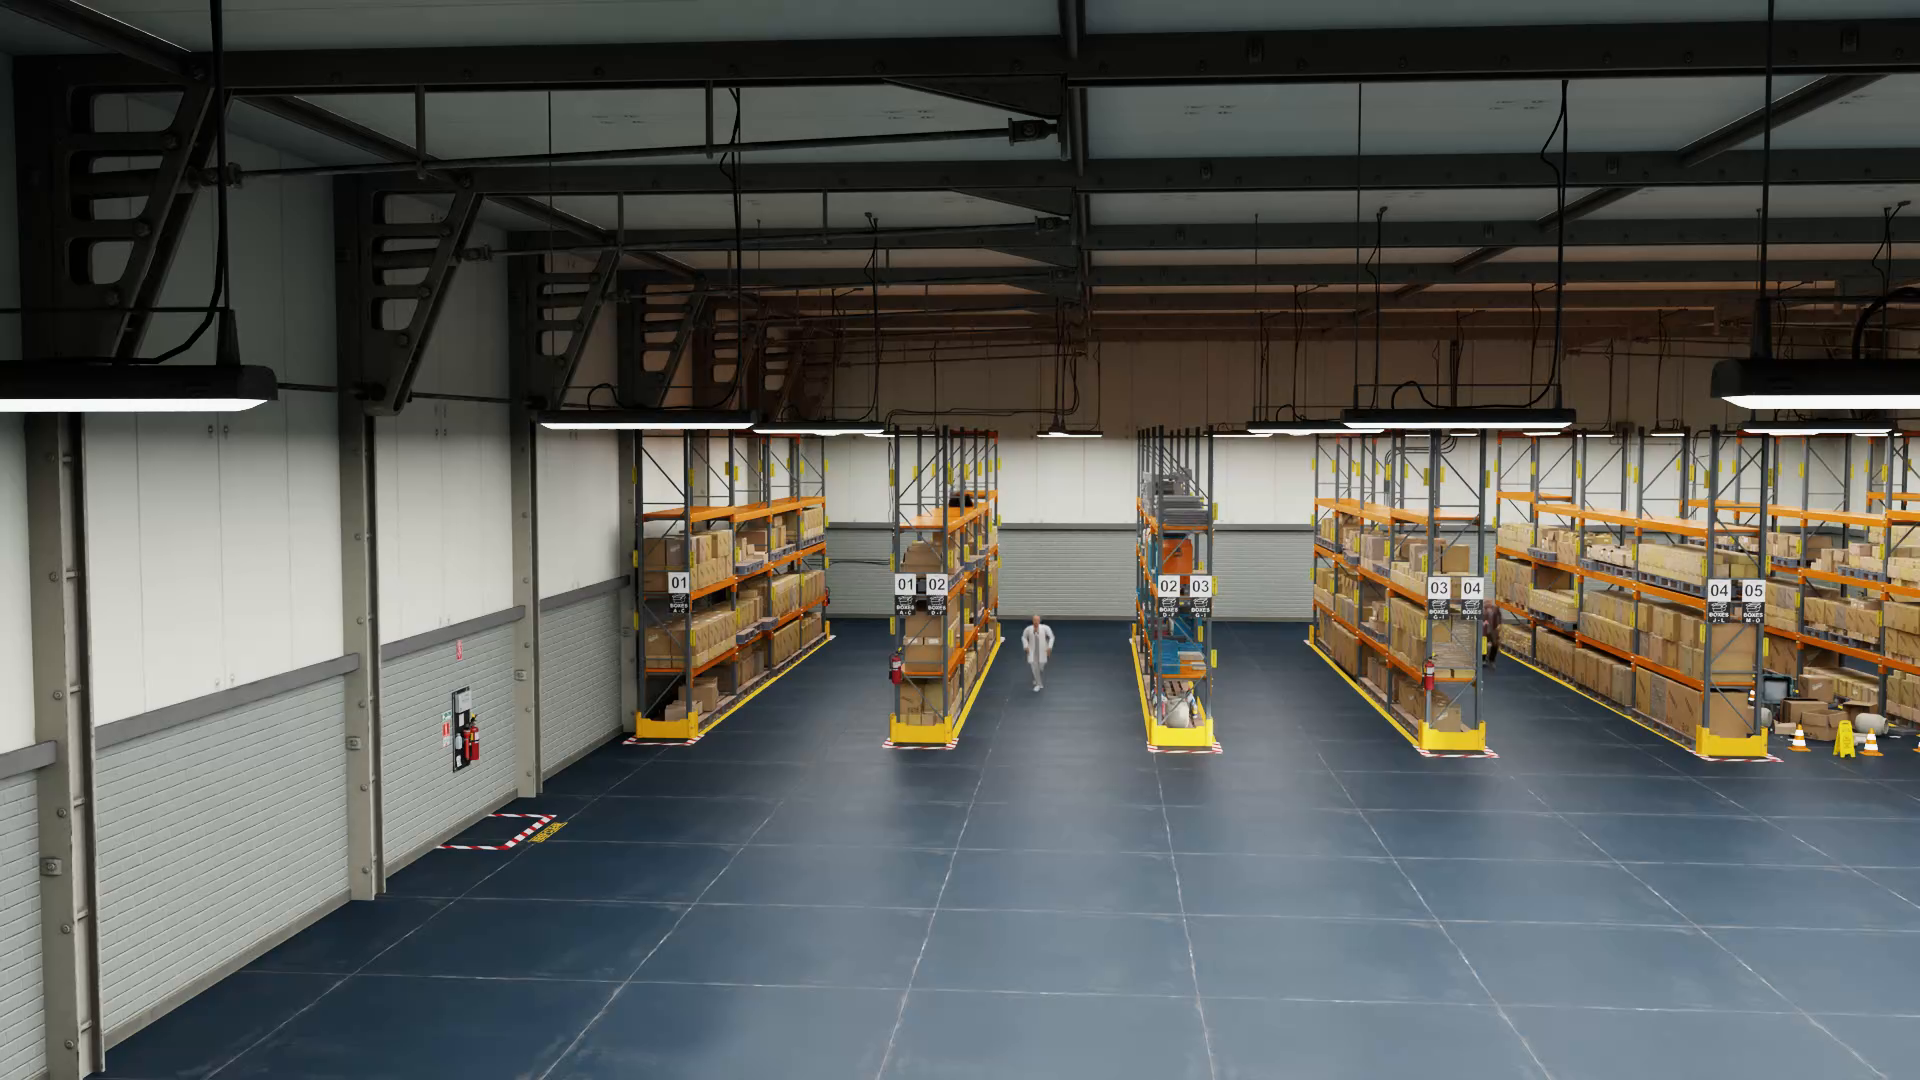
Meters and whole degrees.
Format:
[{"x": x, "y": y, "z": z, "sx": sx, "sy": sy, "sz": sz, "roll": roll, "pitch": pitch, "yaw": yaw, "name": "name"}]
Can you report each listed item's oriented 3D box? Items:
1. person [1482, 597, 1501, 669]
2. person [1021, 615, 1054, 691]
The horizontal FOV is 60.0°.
[{"x": 13.261, "y": 2.333, "z": 41.702, "sx": 0.734, "sy": 1.821, "sz": 0.863, "roll": 0, "pitch": 3, "yaw": 1, "name": "person"}, {"x": 1.785, "y": 2.575, "z": 38.147, "sx": 0.761, "sy": 1.745, "sz": 0.649, "roll": 0, "pitch": 3, "yaw": 4, "name": "person"}]
